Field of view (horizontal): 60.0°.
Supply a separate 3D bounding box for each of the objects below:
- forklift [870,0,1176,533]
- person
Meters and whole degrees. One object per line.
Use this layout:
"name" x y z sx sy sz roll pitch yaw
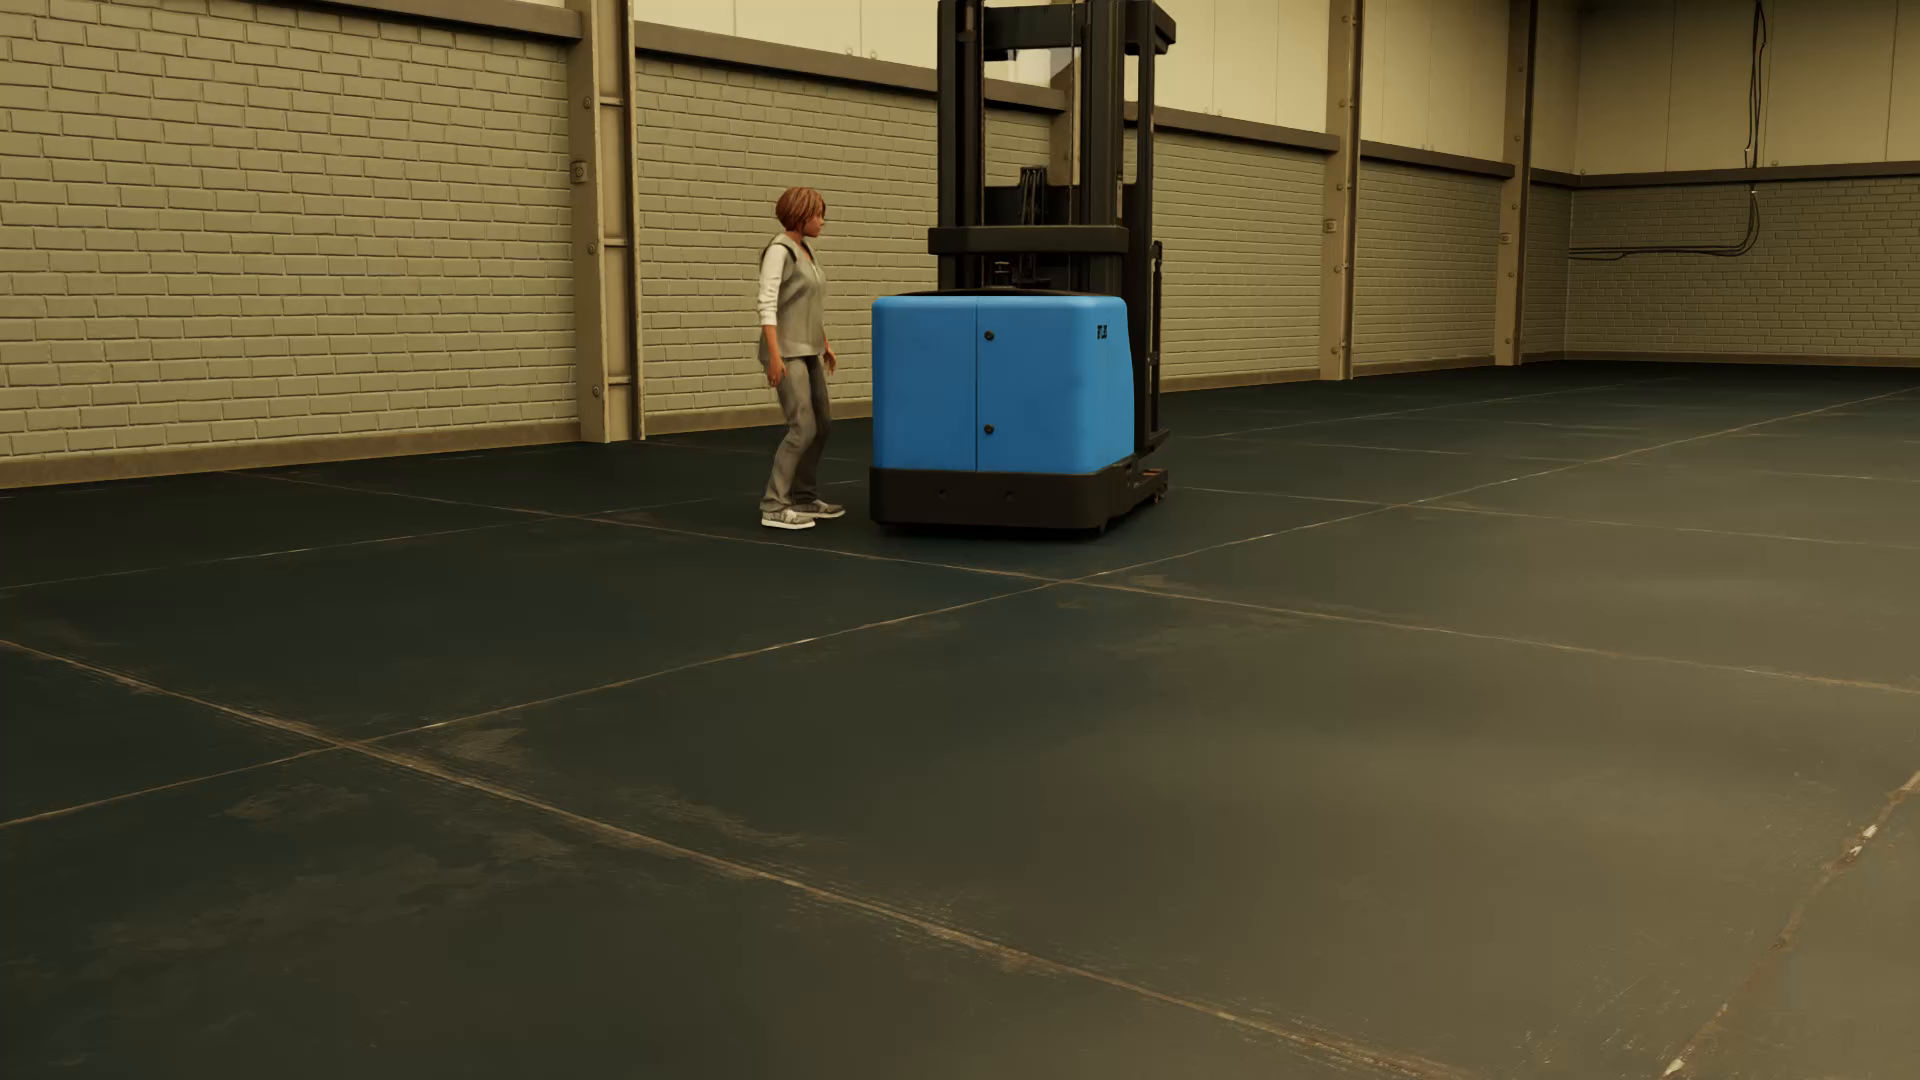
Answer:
"forklift" 0.491 -1.654 8.586 1.130 2.935 3.031 2 9 16
"person" -0.773 -0.846 7.763 0.305 1.573 0.636 2 9 13
